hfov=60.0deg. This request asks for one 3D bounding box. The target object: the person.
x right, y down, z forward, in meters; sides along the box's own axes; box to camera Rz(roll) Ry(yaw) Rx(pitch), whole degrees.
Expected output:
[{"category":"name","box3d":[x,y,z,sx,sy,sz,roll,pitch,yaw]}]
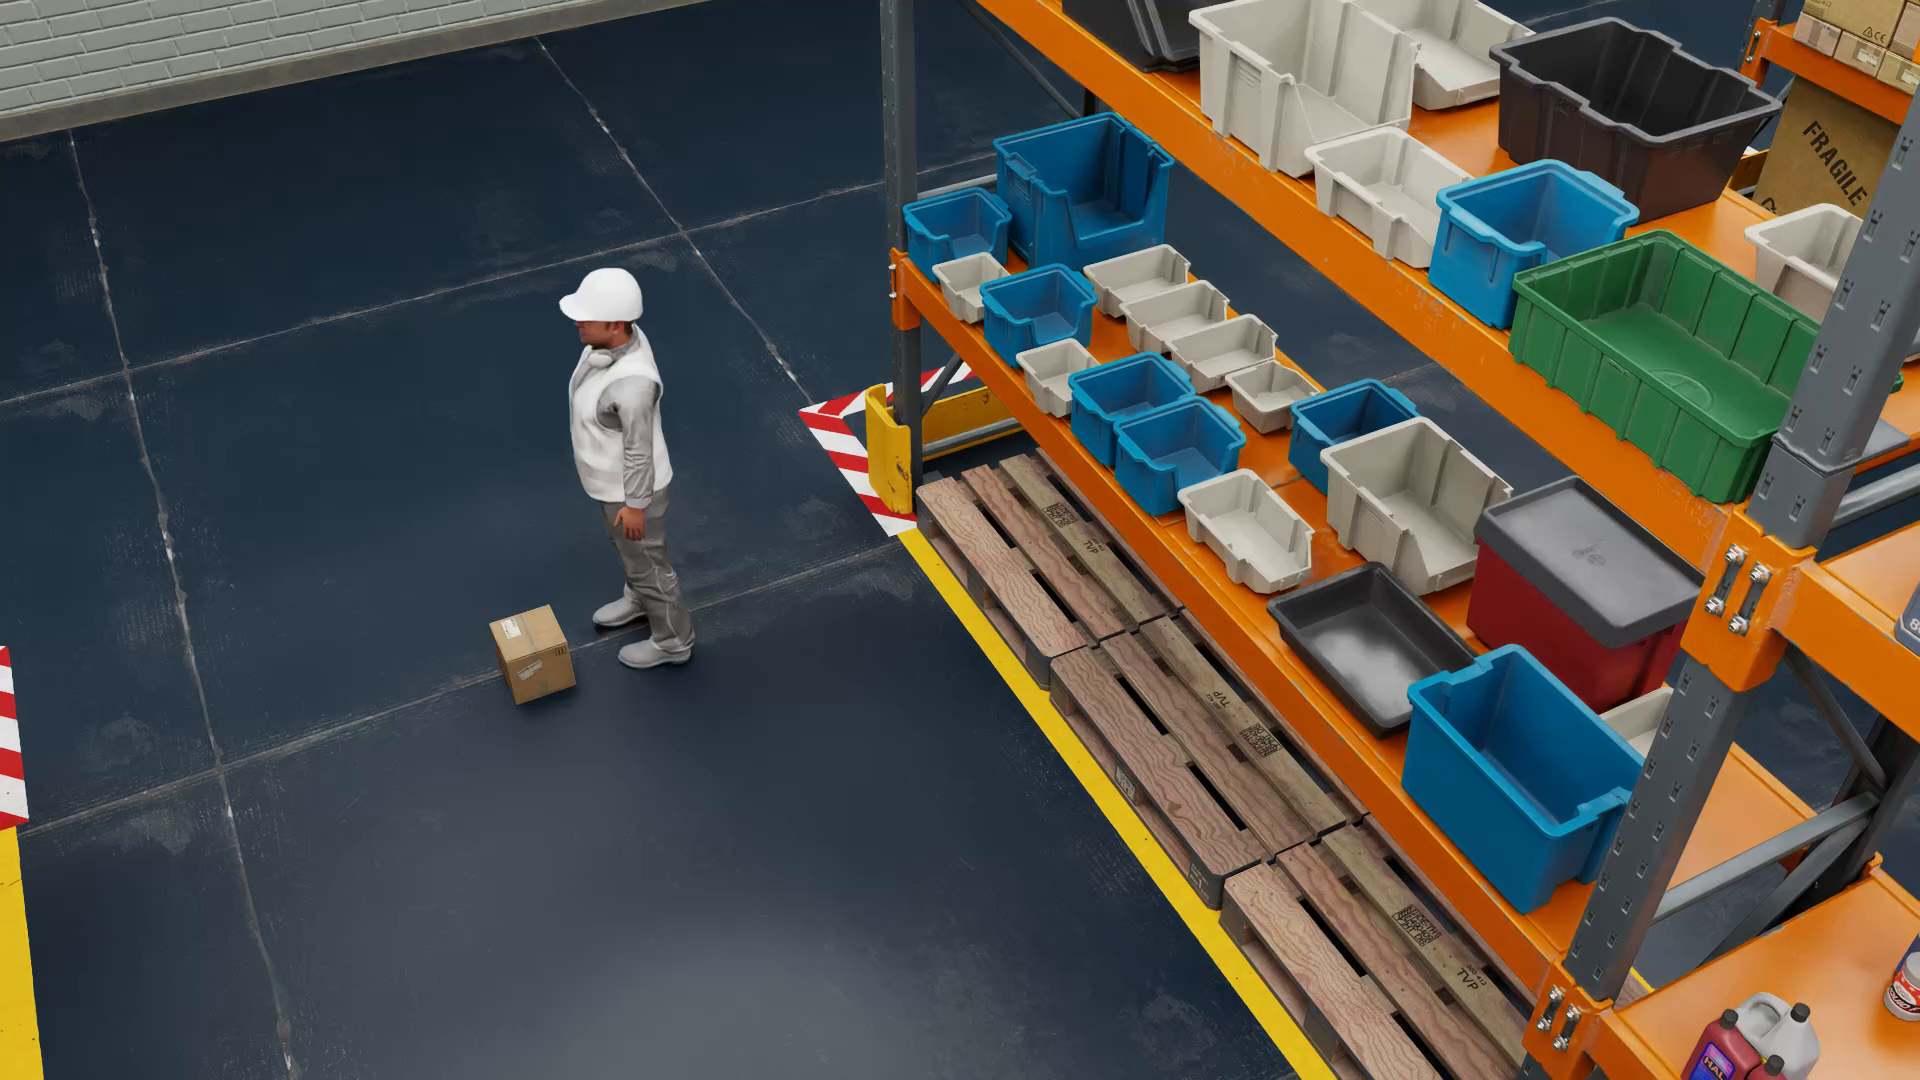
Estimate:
[{"category":"person","box3d":[-1.320,-0.264,6.429,0.401,1.777,0.569,-13,43,-15]}]
